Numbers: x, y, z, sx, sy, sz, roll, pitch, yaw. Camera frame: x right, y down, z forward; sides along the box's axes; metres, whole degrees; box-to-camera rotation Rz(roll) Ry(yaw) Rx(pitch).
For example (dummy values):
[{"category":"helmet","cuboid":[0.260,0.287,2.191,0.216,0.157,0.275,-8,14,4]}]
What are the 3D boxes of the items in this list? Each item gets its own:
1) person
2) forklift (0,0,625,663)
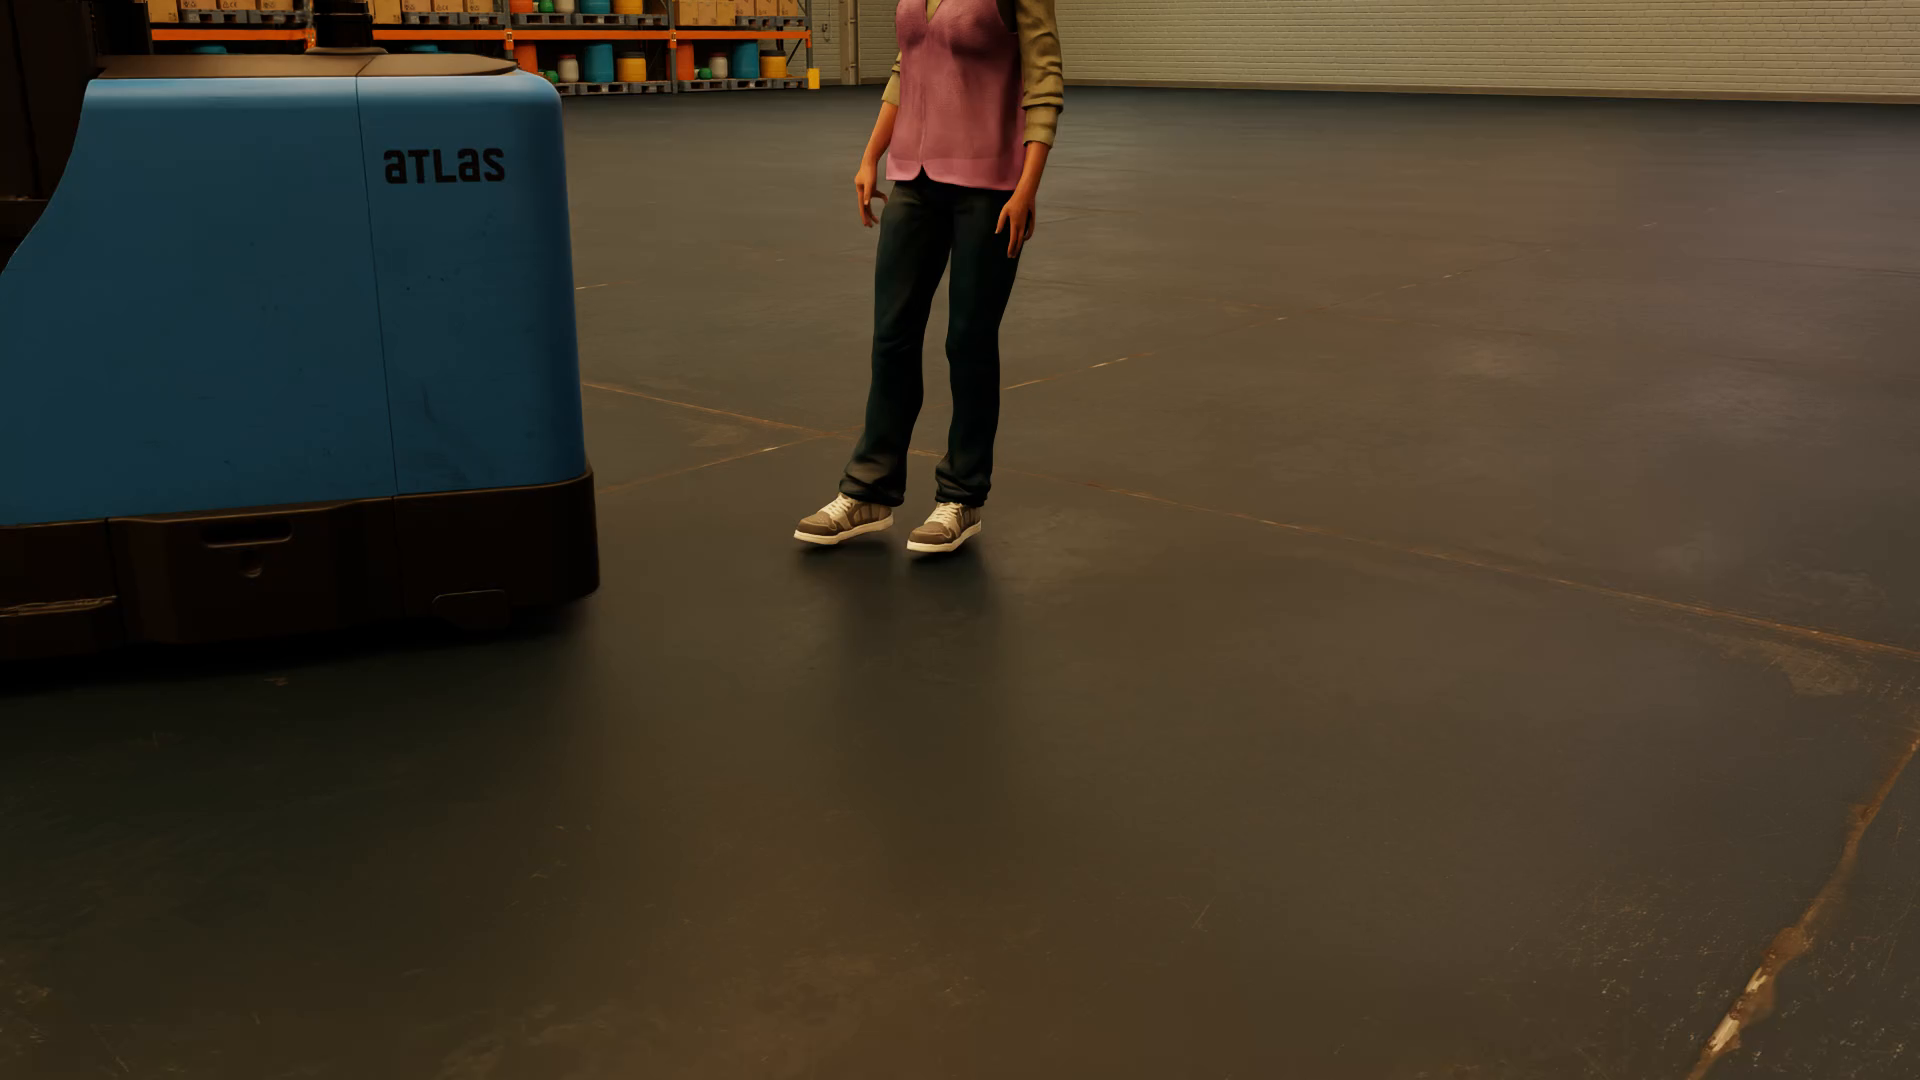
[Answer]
[{"category":"person","cuboid":[-0.058,-0.757,3.662,0.520,1.597,0.475,13,21,37]},{"category":"forklift","cuboid":[-2.261,-1.234,2.961,3.031,2.935,1.130,-5,18,-17]}]
